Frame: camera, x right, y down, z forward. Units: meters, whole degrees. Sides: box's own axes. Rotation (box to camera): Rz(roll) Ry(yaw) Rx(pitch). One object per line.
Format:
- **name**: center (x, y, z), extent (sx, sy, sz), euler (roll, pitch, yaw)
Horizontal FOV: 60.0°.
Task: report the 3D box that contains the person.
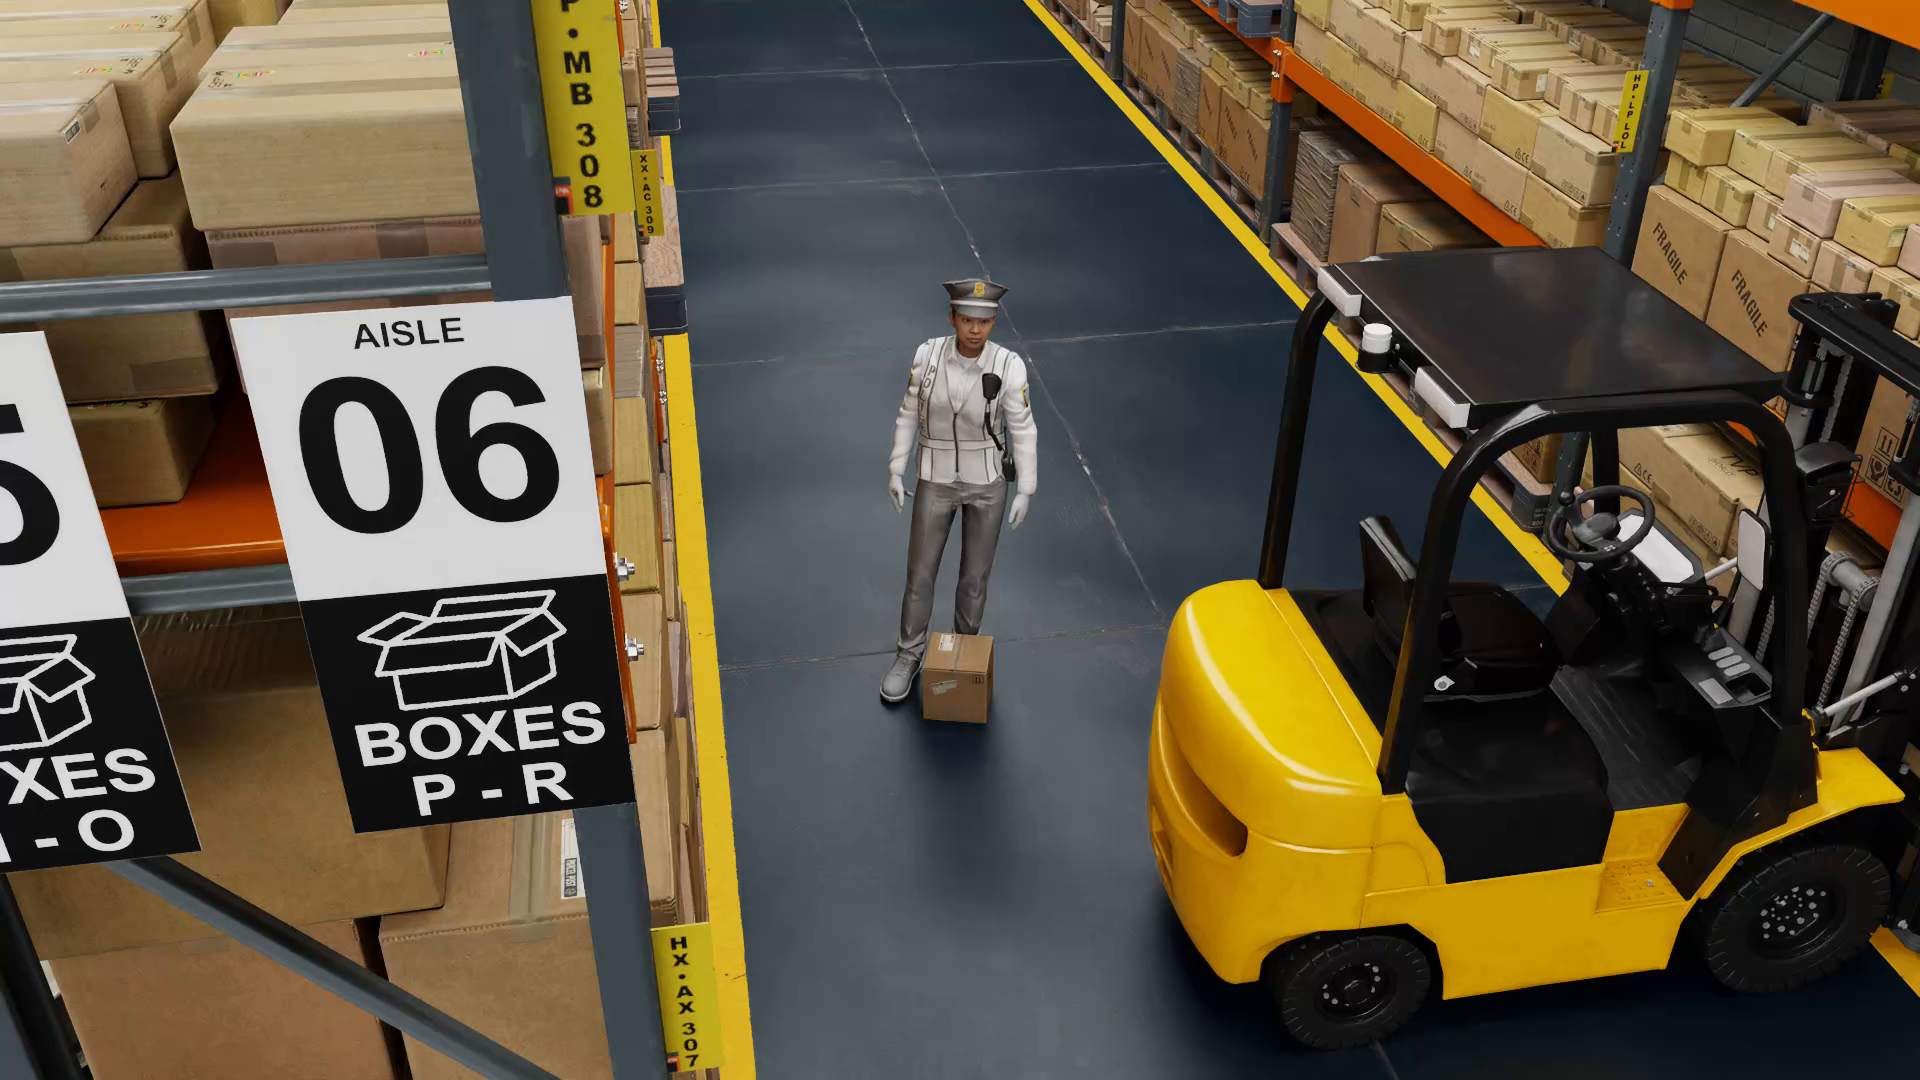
- **person**: center (-0.003, -0.188, 6.396), extent (0.588, 1.696, 0.531), euler (5, 31, 7)
